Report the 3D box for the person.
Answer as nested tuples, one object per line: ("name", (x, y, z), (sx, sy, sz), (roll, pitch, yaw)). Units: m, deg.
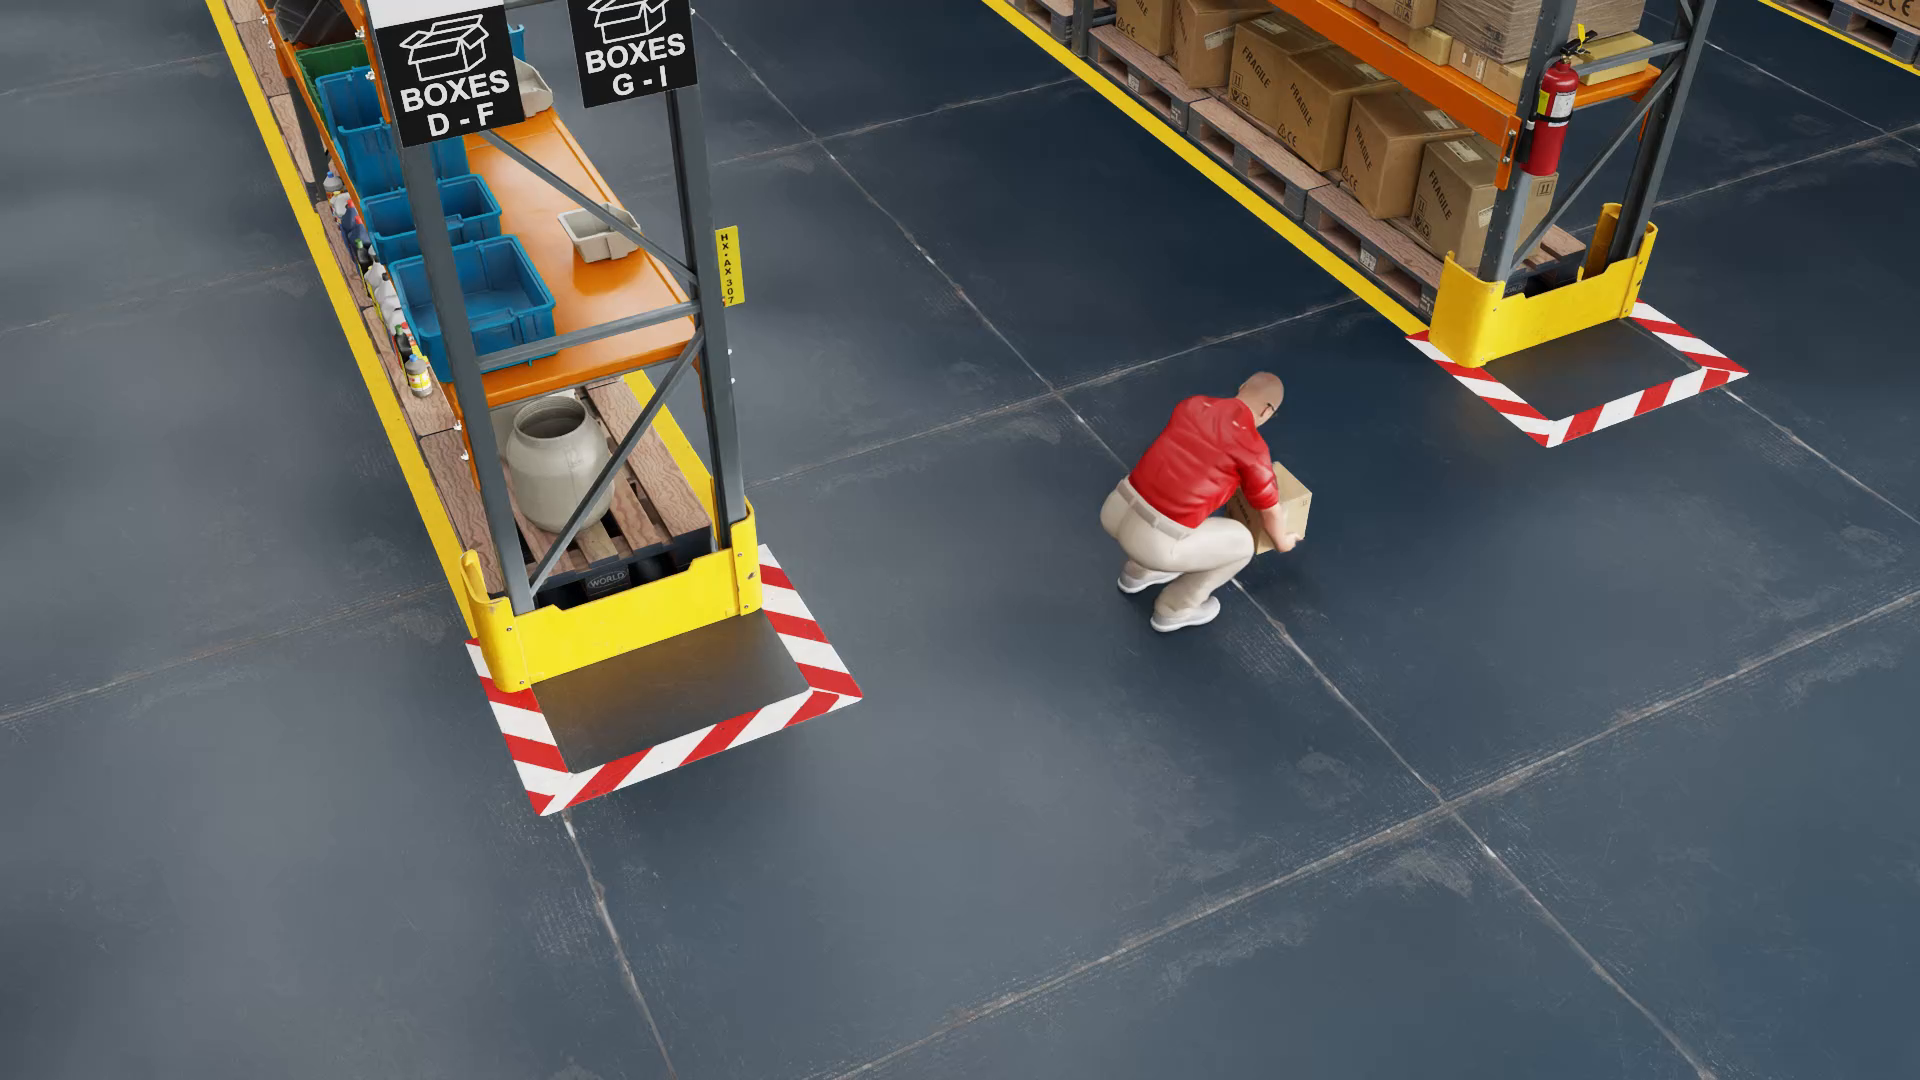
("person", (0.995, -0.177, 6.934), (0.877, 1.002, 0.567), (-19, 44, -20))
